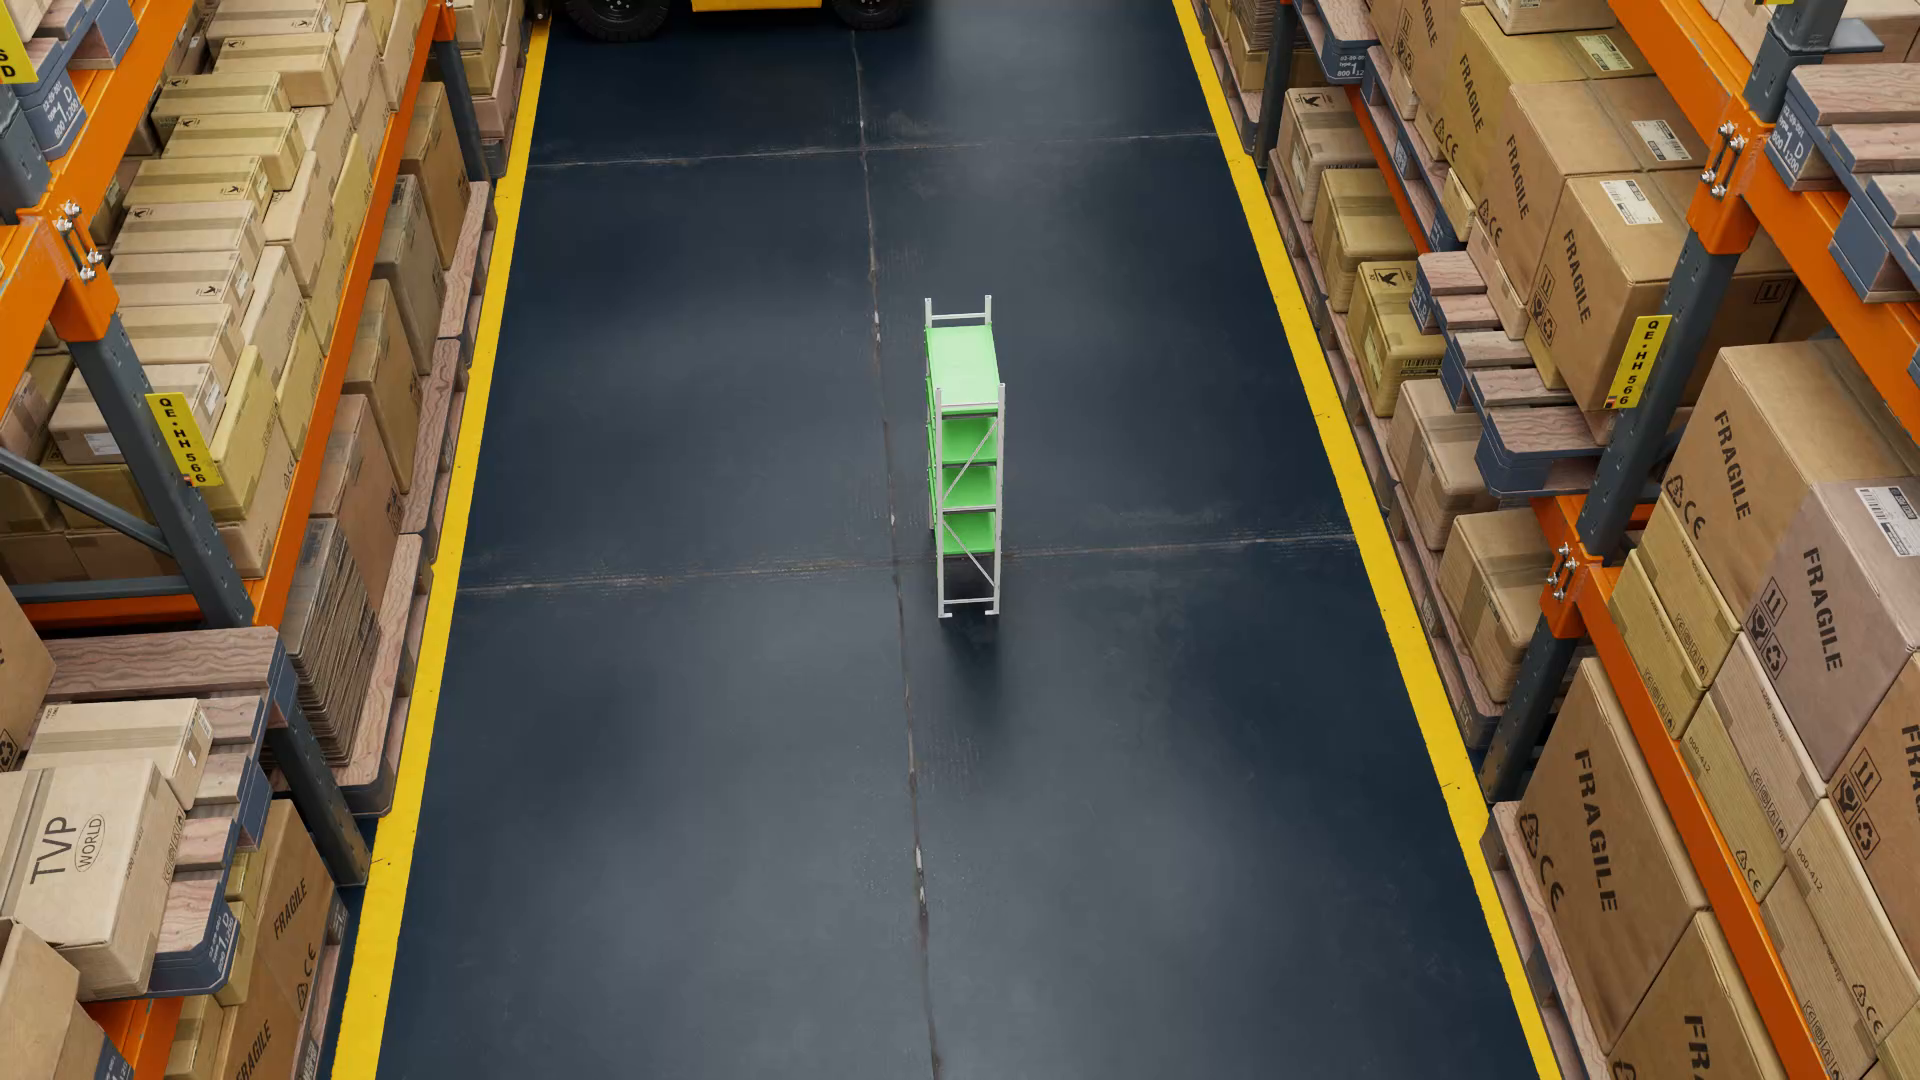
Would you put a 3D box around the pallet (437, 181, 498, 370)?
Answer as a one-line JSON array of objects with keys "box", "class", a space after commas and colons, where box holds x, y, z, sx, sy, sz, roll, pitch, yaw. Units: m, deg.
[{"box": [-2.791, -1.251, 7.926, 1.003, 0.211, 1.213, -3, 47, -3], "class": "pallet"}]

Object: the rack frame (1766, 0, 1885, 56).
[{"box": [2.389, -2.214, 2.785, 1.000, 3.000, 0.127, -3, 47, -3], "class": "rack frame"}]

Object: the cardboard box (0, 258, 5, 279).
[{"box": [-2.272, -0.470, 3.303, 0.500, 0.250, 0.500, -5, 47, -5], "class": "cardboard box"}]

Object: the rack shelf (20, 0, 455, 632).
[{"box": [-2.724, -1.046, 6.307, 1.077, 0.370, 4.000, -3, 47, -3], "class": "rack shelf"}]

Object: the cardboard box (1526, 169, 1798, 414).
[{"box": [2.074, -0.744, 4.962, 0.500, 0.500, 0.500, -5, 47, -4], "class": "cardboard box"}]

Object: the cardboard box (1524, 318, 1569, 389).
[{"box": [2.033, -0.622, 5.293, 0.380, 0.149, 0.250, -3, 47, -3], "class": "cardboard box"}]

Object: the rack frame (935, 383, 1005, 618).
[{"box": [0.034, -0.116, 6.170, 0.240, 1.200, 0.015, -3, 47, -3], "class": "rack frame"}]

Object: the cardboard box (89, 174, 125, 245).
[{"box": [-2.914, -1.068, 5.316, 0.380, 0.149, 0.250, -4, 47, -4], "class": "cardboard box"}]

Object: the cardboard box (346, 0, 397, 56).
[{"box": [-2.545, -2.150, 6.615, 0.500, 0.250, 0.500, -5, 47, -4], "class": "cardboard box"}]

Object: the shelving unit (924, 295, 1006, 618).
[{"box": [0.014, -0.293, 6.337, 0.258, 1.200, 0.503, -3, 47, -3], "class": "shelving unit"}]

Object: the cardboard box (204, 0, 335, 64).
[{"box": [-2.505, -1.842, 6.049, 0.380, 0.149, 0.250, -3, 47, -3], "class": "cardboard box"}]

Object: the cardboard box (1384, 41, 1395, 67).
[{"box": [1.896, -1.935, 6.537, 0.380, 0.149, 0.250, -3, 47, -3], "class": "cardboard box"}]

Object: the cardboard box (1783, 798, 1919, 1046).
[{"box": [2.257, 0.846, 3.779, 0.500, 0.250, 0.500, -4, 47, -3], "class": "cardboard box"}]

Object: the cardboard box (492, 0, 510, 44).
[{"box": [-2.669, -2.845, 8.775, 0.500, 0.250, 0.500, -4, 47, -4], "class": "cardboard box"}]

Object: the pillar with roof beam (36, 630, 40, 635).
[{"box": [0.726, -3.060, 3.586, 9.100, 9.000, 0.400, -3, 47, -3], "class": "pillar with roof beam"}]

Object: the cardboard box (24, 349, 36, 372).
[{"box": [-2.919, -0.510, 4.788, 0.380, 0.149, 0.250, -2, 47, -2], "class": "cardboard box"}]

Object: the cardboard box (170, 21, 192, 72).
[{"box": [-3.022, -1.805, 6.015, 0.380, 0.149, 0.250, -4, 47, -4], "class": "cardboard box"}]

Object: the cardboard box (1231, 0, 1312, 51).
[{"box": [1.737, -2.914, 8.668, 0.500, 0.500, 0.500, -4, 47, -4], "class": "cardboard box"}]

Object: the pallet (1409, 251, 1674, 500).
[{"box": [2.223, -0.594, 5.515, 1.213, 0.211, 1.003, -3, 47, -3], "class": "pallet"}]

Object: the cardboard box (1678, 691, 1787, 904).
[{"box": [2.240, 0.640, 4.317, 0.500, 0.250, 0.500, -5, 47, -4], "class": "cardboard box"}]

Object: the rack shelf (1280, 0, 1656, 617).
[{"box": [2.222, -1.351, 6.595, 1.077, 0.370, 4.000, -3, 47, -3], "class": "rack shelf"}]

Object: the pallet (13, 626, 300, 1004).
[{"box": [-2.430, 0.705, 4.285, 1.213, 0.211, 1.003, -3, 47, -3], "class": "pallet"}]

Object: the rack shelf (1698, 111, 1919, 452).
[{"box": [2.557, 0.512, 2.765, 1.077, 0.370, 4.000, -3, 47, -3], "class": "rack shelf"}]

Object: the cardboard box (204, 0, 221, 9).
[{"box": [-3.073, -2.114, 6.582, 0.500, 0.250, 0.500, -4, 47, -4], "class": "cardboard box"}]

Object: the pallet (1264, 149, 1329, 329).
[{"box": [2.121, -1.523, 8.184, 1.003, 0.211, 1.213, -3, 47, -3], "class": "pallet"}]

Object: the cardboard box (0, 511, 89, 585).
[{"box": [-2.849, -0.105, 5.023, 0.500, 0.250, 0.500, -4, 47, -4], "class": "cardboard box"}]

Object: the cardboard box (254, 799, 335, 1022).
[{"box": [-2.307, 1.161, 5.153, 0.500, 0.500, 0.500, -2, 47, -2], "class": "cardboard box"}]

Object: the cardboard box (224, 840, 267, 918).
[{"box": [-2.263, 0.987, 4.871, 0.380, 0.149, 0.250, -6, 47, -5], "class": "cardboard box"}]

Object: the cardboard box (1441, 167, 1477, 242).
[{"box": [1.917, -1.182, 5.824, 0.380, 0.149, 0.250, -3, 47, -3], "class": "cardboard box"}]

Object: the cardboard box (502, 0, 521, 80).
[{"box": [-2.660, -2.676, 8.960, 0.500, 0.250, 0.500, -4, 47, -4], "class": "cardboard box"}]

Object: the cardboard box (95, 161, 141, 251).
[{"box": [-2.955, -1.008, 5.534, 0.500, 0.250, 0.500, -4, 47, -4], "class": "cardboard box"}]

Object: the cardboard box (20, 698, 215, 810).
[{"box": [-2.119, 0.547, 4.186, 0.380, 0.149, 0.250, -3, 47, -3], "class": "cardboard box"}]

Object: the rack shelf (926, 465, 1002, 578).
[{"box": [0.014, -0.084, 6.558, 0.258, 0.148, 0.480, -3, 47, -3], "class": "rack shelf"}]

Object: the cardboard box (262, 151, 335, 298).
[{"box": [-2.417, -1.045, 5.569, 0.500, 0.250, 0.500, -5, 47, -4], "class": "cardboard box"}]

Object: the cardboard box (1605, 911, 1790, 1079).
[{"box": [2.435, 1.586, 4.493, 0.875, 0.875, 0.875, -3, 47, -3], "class": "cardboard box"}]

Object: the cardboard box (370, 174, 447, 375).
[{"box": [-2.779, -1.130, 7.237, 0.875, 0.625, 0.625, -4, 47, -4], "class": "cardboard box"}]

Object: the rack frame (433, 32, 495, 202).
[{"box": [-2.892, -2.741, 7.416, 1.000, 3.000, 0.127, -3, 47, -3], "class": "rack frame"}]

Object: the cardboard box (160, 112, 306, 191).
[{"box": [-2.408, -1.286, 5.523, 0.380, 0.149, 0.250, -3, 47, -2], "class": "cardboard box"}]

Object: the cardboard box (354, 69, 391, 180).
[{"box": [-2.530, -1.616, 6.454, 0.500, 0.250, 0.500, -3, 47, -3], "class": "cardboard box"}]

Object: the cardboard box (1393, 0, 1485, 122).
[{"box": [1.932, -1.878, 6.036, 0.500, 0.500, 0.500, -5, 47, -5], "class": "cardboard box"}]

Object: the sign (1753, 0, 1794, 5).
[{"box": [1.848, -1.329, 3.657, 0.100, 0.325, 0.005, -3, 47, -3], "class": "sign"}]

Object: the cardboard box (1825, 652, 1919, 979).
[{"box": [2.266, 0.576, 3.517, 0.500, 0.500, 0.500, -2, 47, -2], "class": "cardboard box"}]

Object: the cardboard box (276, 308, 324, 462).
[{"box": [-2.388, -0.495, 5.393, 0.500, 0.250, 0.500, -4, 47, -4], "class": "cardboard box"}]

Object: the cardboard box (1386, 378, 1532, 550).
[{"box": [2.282, -0.335, 6.658, 0.950, 0.372, 0.625, -4, 47, -4], "class": "cardboard box"}]

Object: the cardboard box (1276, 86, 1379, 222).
[{"box": [2.101, -1.907, 8.147, 0.950, 0.372, 0.625, -3, 47, -3], "class": "cardboard box"}]

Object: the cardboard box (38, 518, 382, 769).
[{"box": [-2.595, 0.373, 5.813, 0.875, 0.625, 0.625, -2, 47, -2], "class": "cardboard box"}]

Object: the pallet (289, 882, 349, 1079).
[{"box": [-2.532, 1.655, 5.174, 1.003, 0.211, 1.213, -3, 47, -3], "class": "pallet"}]

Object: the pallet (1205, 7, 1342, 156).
[{"box": [1.963, -2.570, 9.175, 1.003, 0.211, 1.213, -3, 47, -3], "class": "pallet"}]

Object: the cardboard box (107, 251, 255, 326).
[{"box": [-2.361, -0.730, 4.996, 0.380, 0.149, 0.250, -2, 47, -2], "class": "cardboard box"}]

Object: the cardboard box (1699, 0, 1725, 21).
[{"box": [2.125, -1.491, 4.339, 0.380, 0.149, 0.250, -3, 47, -3], "class": "cardboard box"}]
